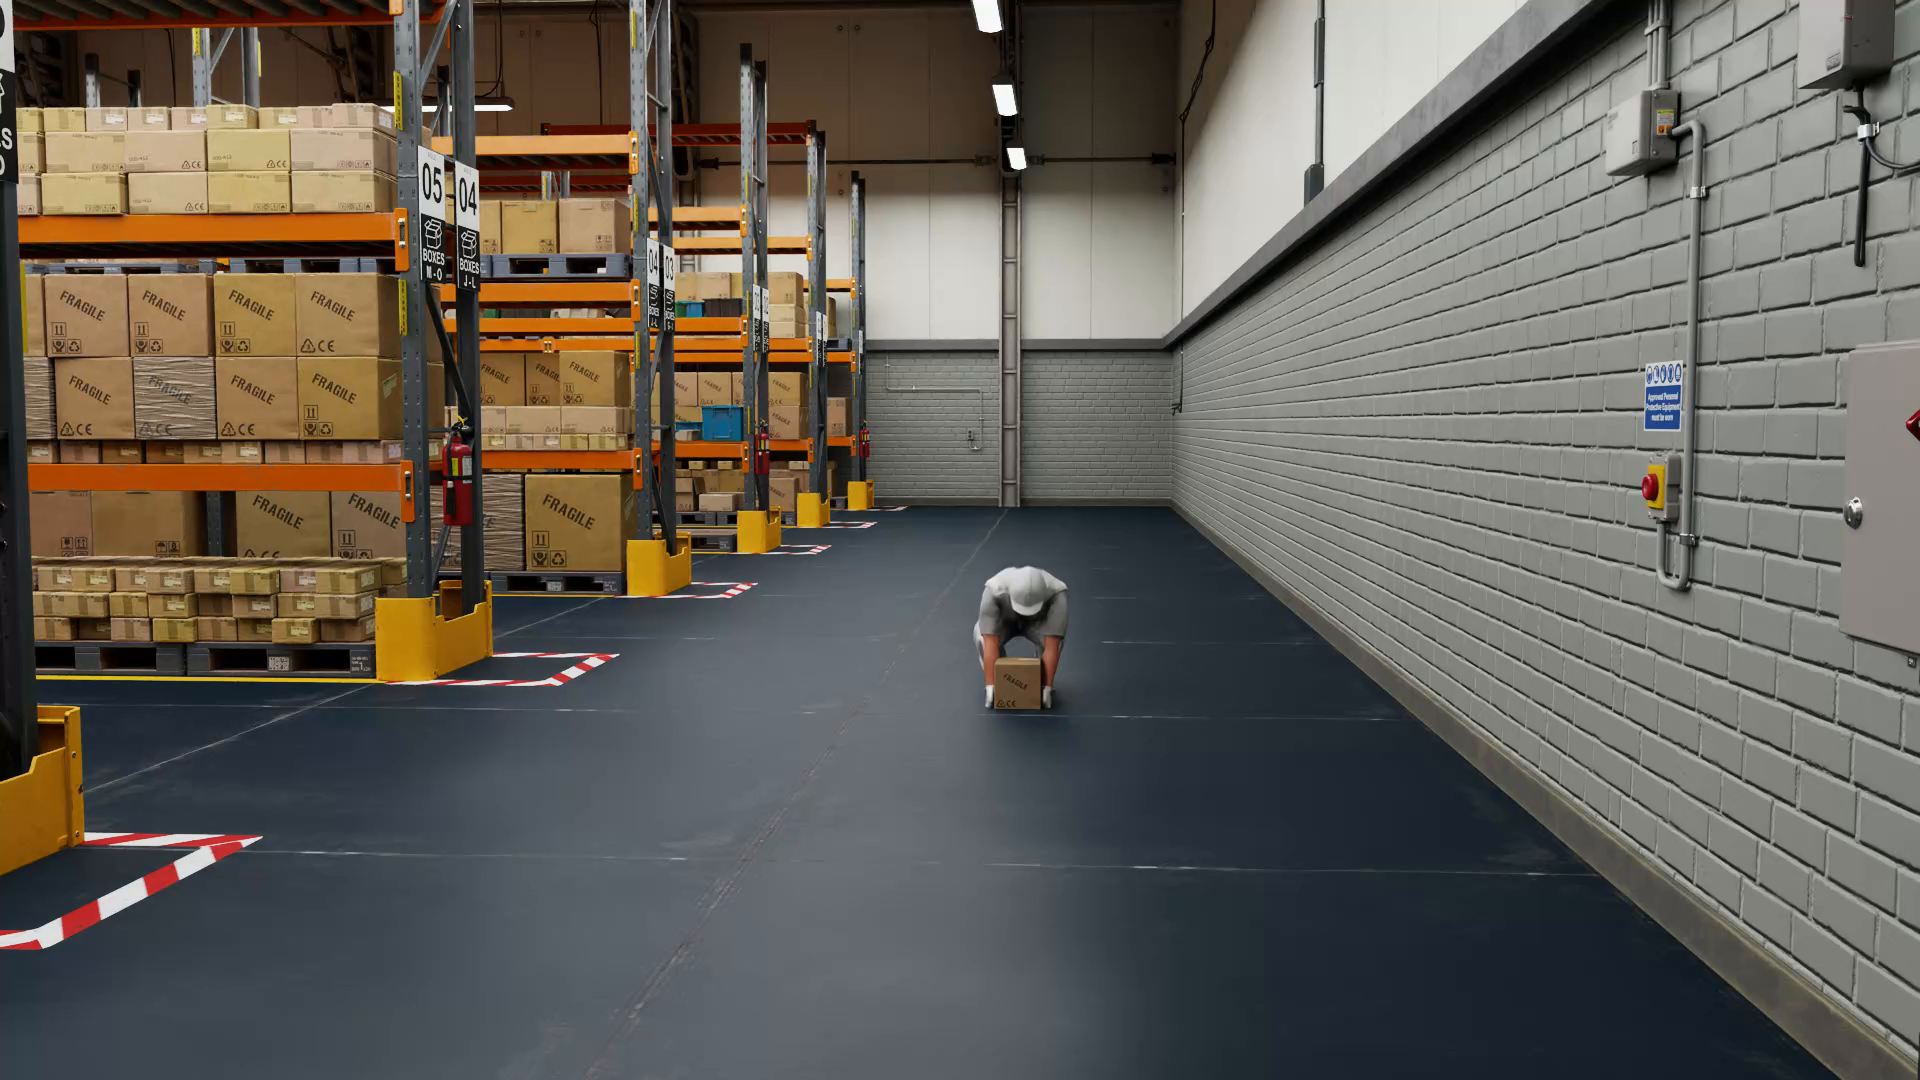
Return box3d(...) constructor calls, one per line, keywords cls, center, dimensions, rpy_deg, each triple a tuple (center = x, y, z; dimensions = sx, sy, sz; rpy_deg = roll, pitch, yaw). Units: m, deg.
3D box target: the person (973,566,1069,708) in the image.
box3d(cls="person", center=(0.344, 0.544, 9.429), dimensions=(0.538, 0.856, 0.933), rpy_deg=(0, 4, 3))
